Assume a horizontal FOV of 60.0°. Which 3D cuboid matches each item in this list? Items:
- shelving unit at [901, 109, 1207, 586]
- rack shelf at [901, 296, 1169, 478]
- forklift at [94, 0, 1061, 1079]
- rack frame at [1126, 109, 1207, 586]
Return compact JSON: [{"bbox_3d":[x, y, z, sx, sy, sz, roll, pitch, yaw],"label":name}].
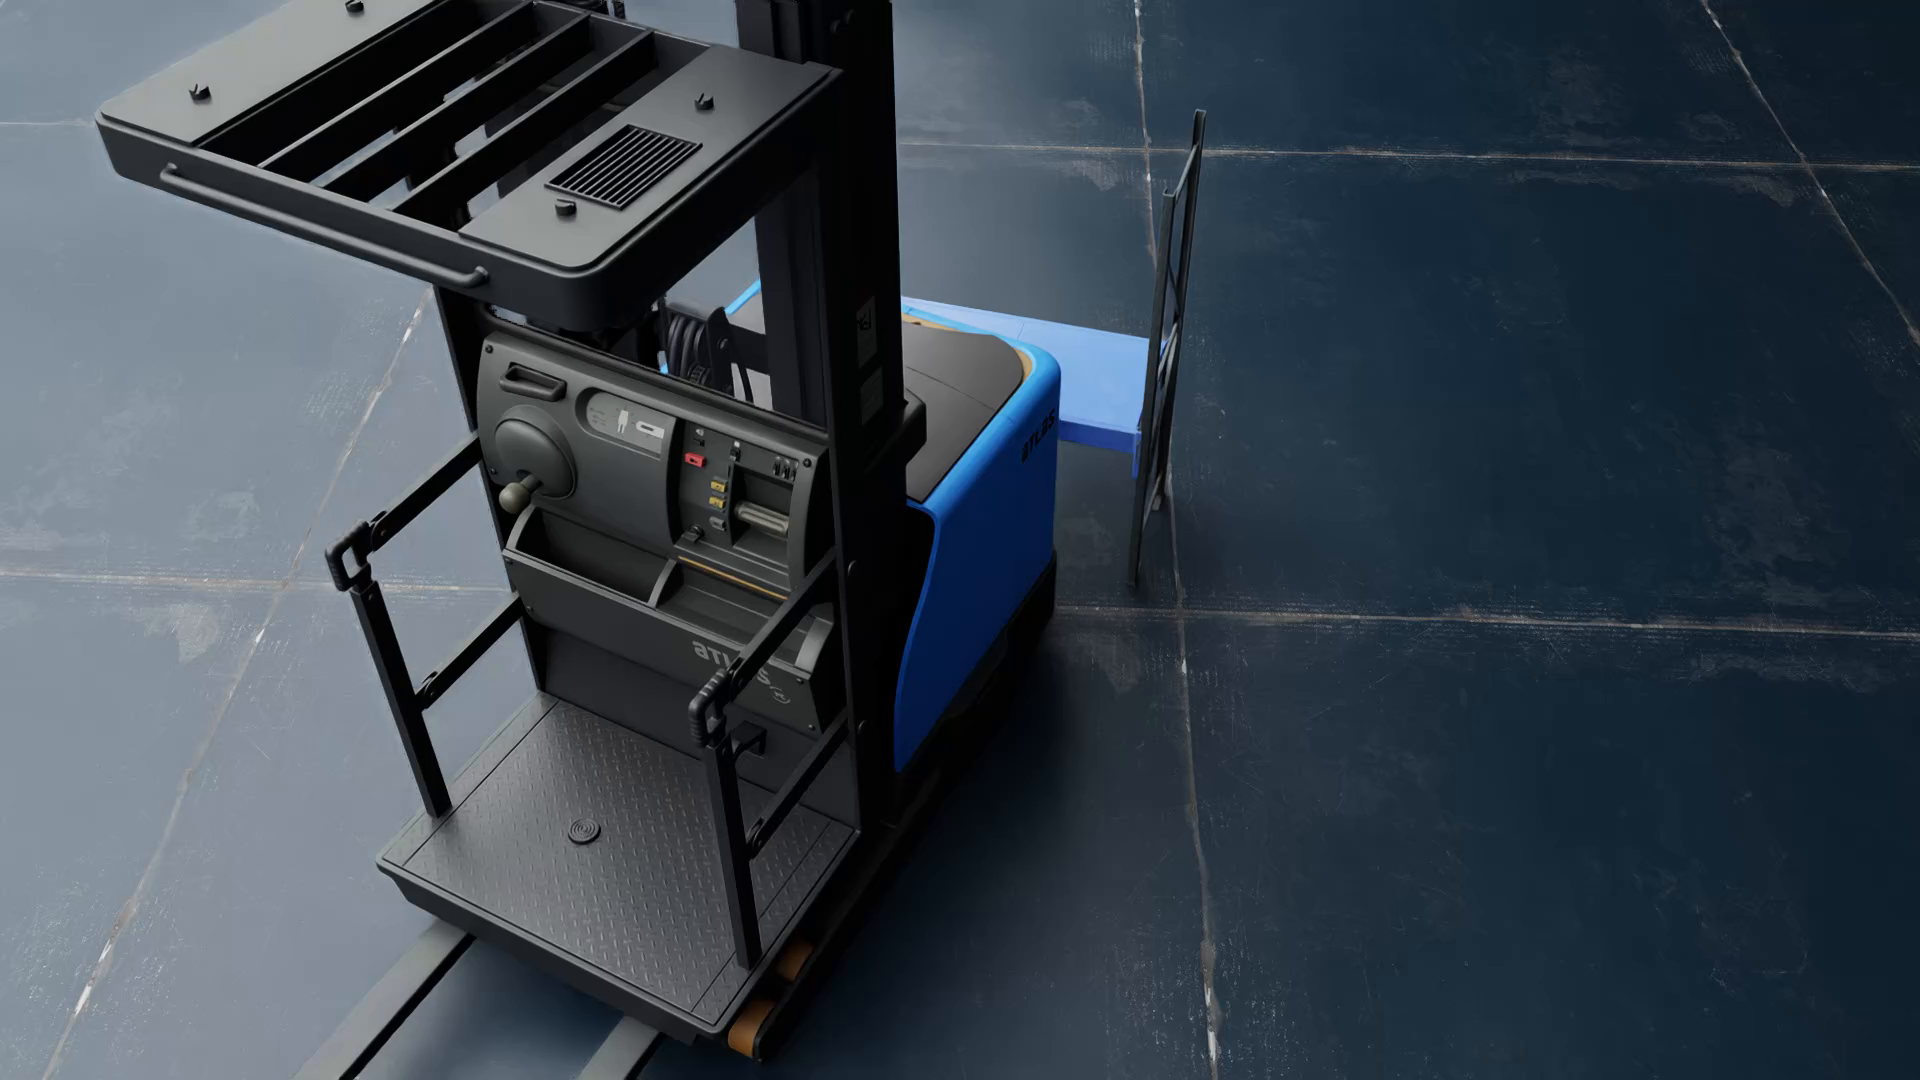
[{"bbox_3d":[0.156,-0.658,5.357,1.048,1.500,0.538,11,44,12],"label":"shelving unit"},{"bbox_3d":[0.156,-0.527,5.479,1.000,0.185,0.538,11,44,12],"label":"rack shelf"},{"bbox_3d":[-0.831,-0.090,3.696,1.130,2.935,3.031,20,47,20],"label":"forklift"},{"bbox_3d":[0.643,-0.560,5.250,0.032,1.500,0.500,11,44,12],"label":"rack frame"}]
